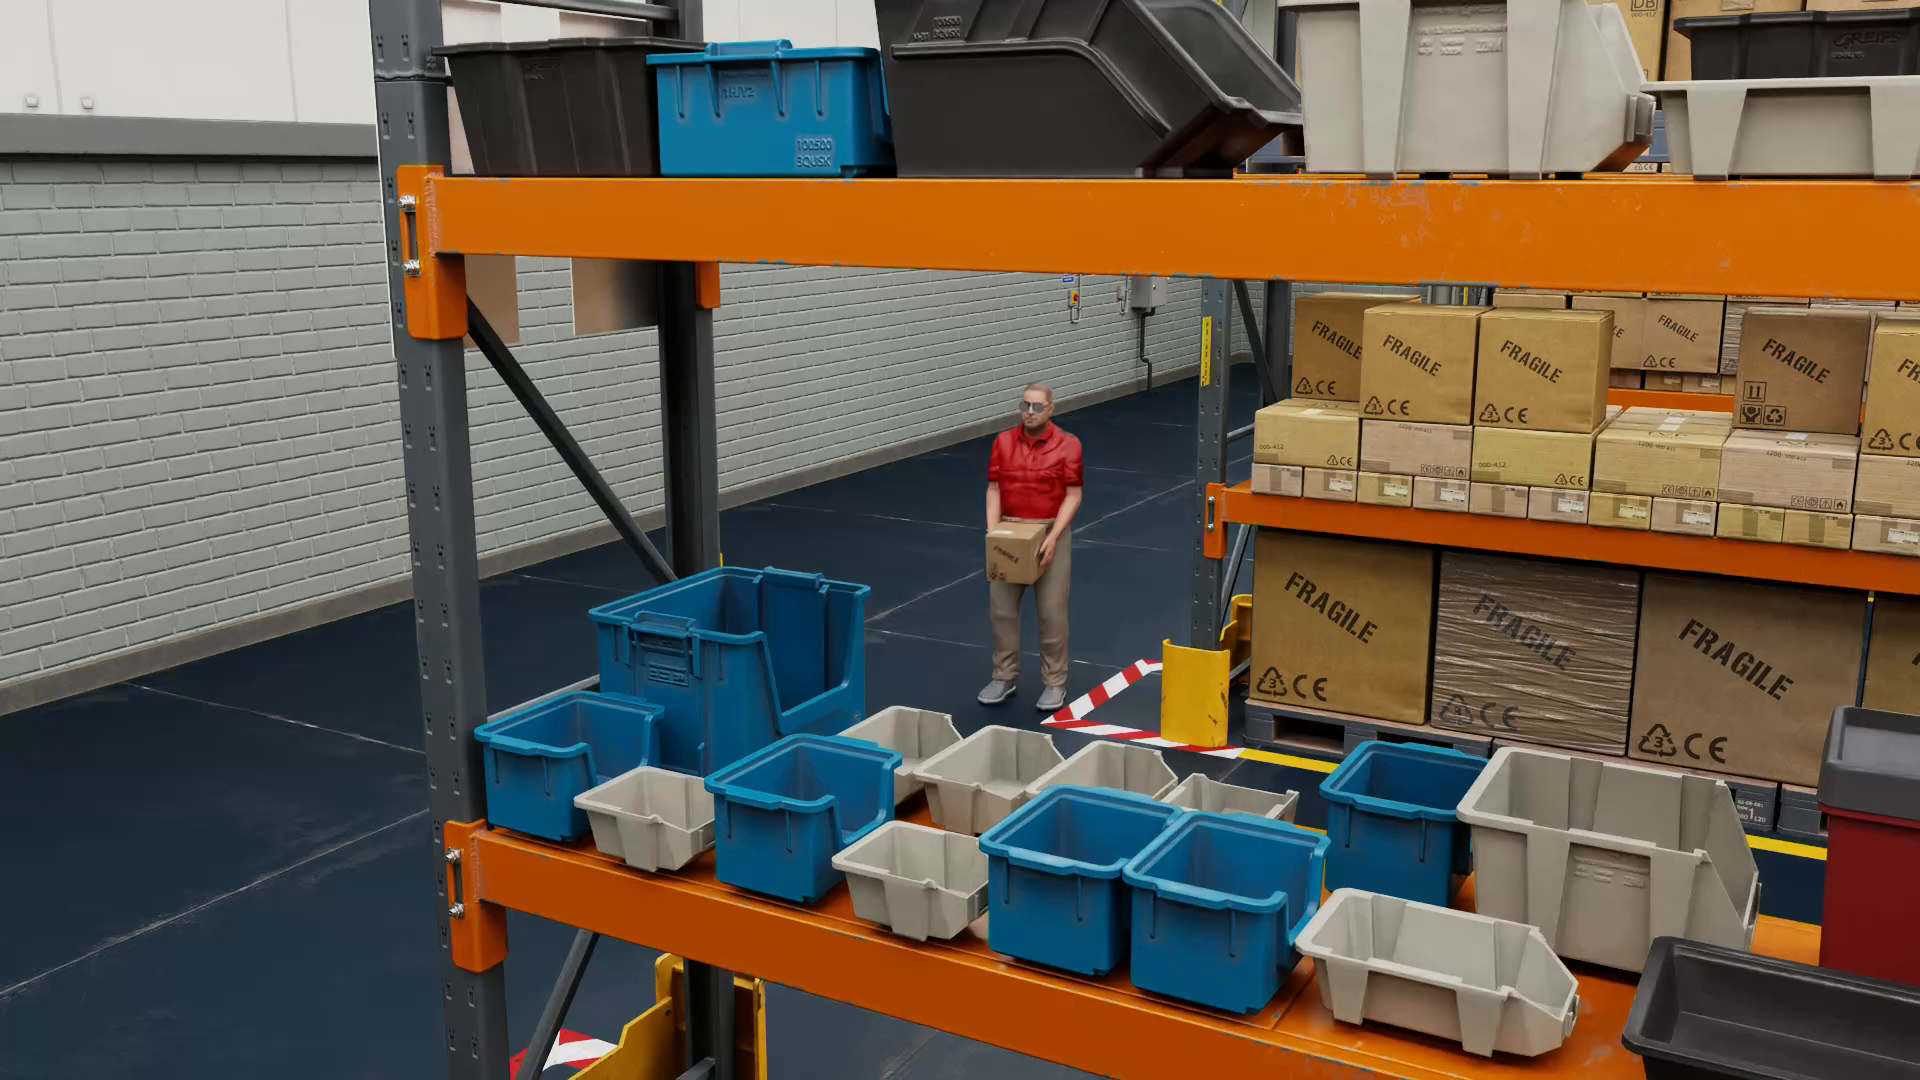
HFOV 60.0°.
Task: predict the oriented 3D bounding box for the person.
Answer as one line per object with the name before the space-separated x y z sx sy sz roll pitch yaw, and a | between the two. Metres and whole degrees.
person | 0.371 0.032 8.846 0.532 1.733 0.470 5 13 21
